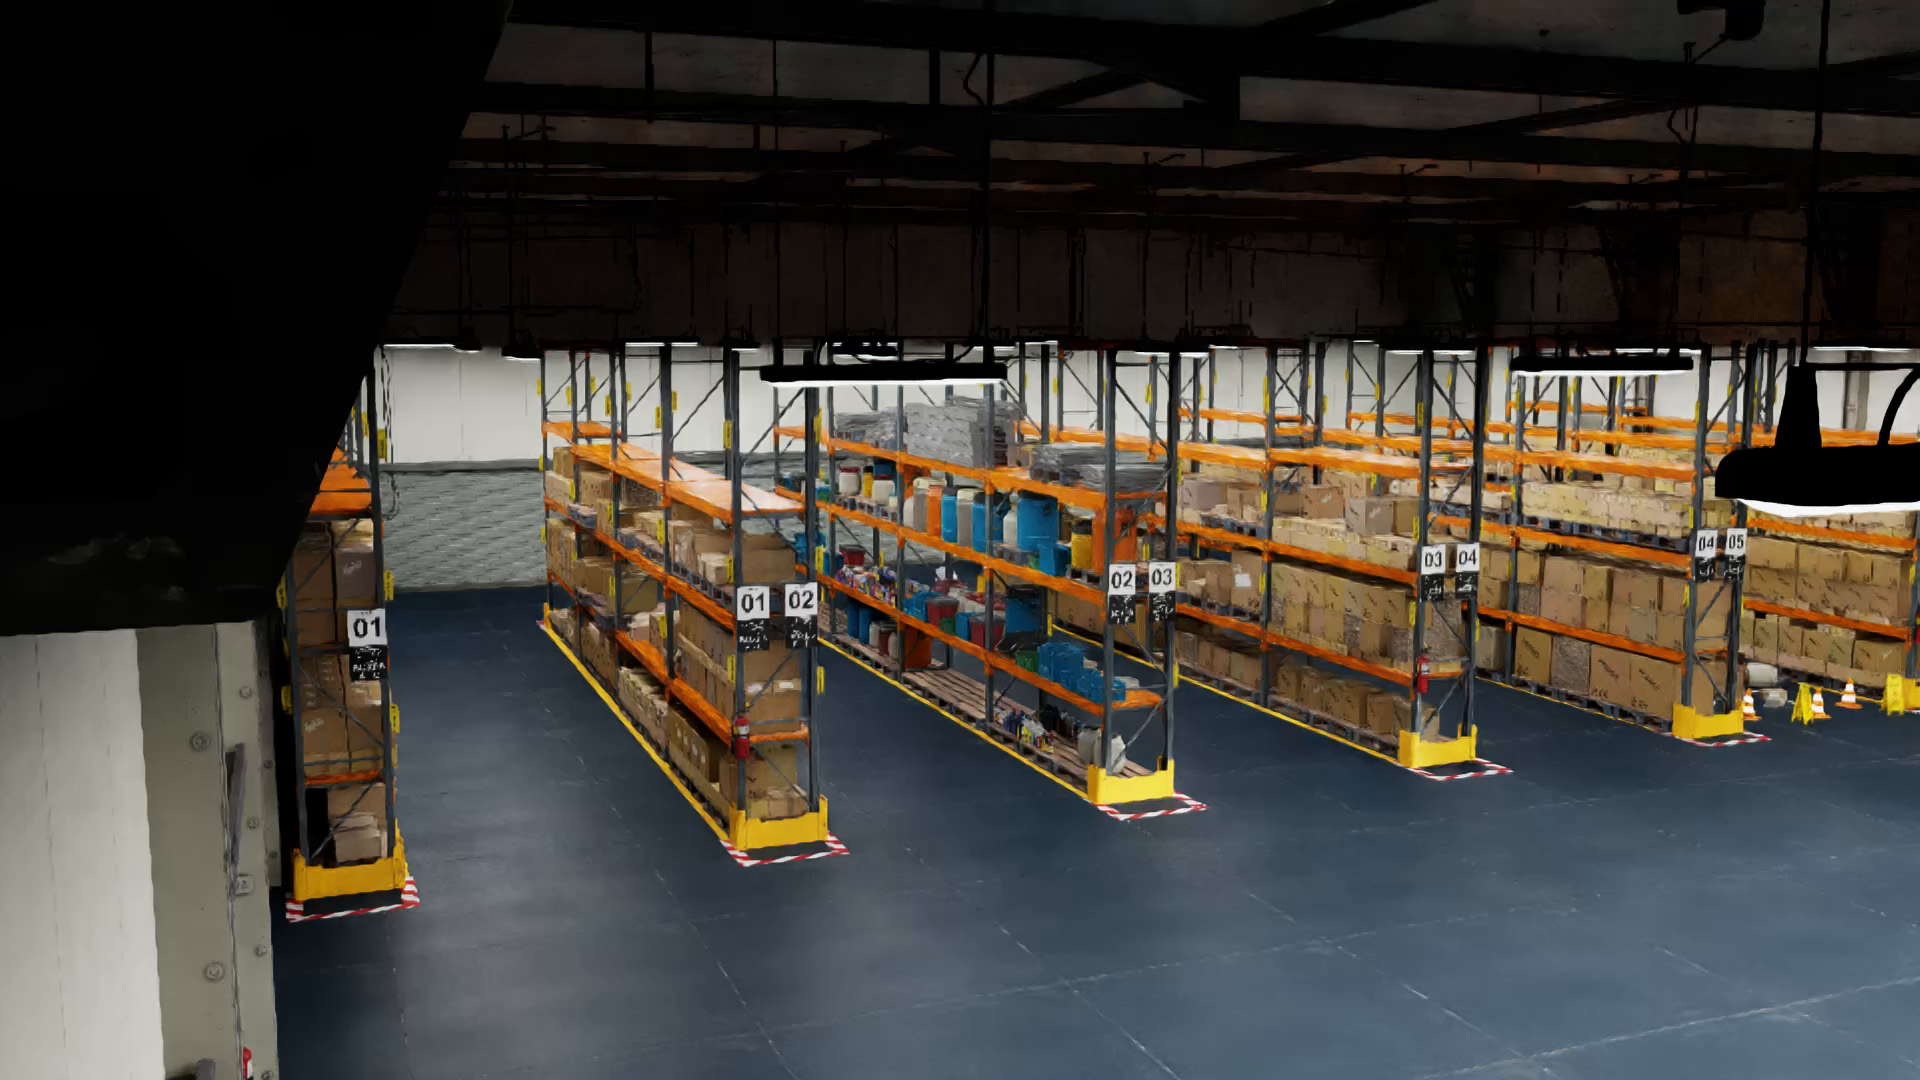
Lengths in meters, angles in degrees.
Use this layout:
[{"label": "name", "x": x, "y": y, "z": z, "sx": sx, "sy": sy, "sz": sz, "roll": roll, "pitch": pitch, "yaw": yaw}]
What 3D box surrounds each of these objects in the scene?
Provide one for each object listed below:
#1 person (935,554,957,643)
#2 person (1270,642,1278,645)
[{"label": "person", "x": -0.233, "y": 1.141, "z": 33.053, "sx": 0.457, "sy": 1.771, "sz": 0.650, "roll": -7, "pitch": 10, "yaw": -42}, {"label": "person", "x": 6.073, "y": 1.262, "z": 32.708, "sx": 0.535, "sy": 1.659, "sz": 0.445, "roll": 6, "pitch": 9, "yaw": 38}]
